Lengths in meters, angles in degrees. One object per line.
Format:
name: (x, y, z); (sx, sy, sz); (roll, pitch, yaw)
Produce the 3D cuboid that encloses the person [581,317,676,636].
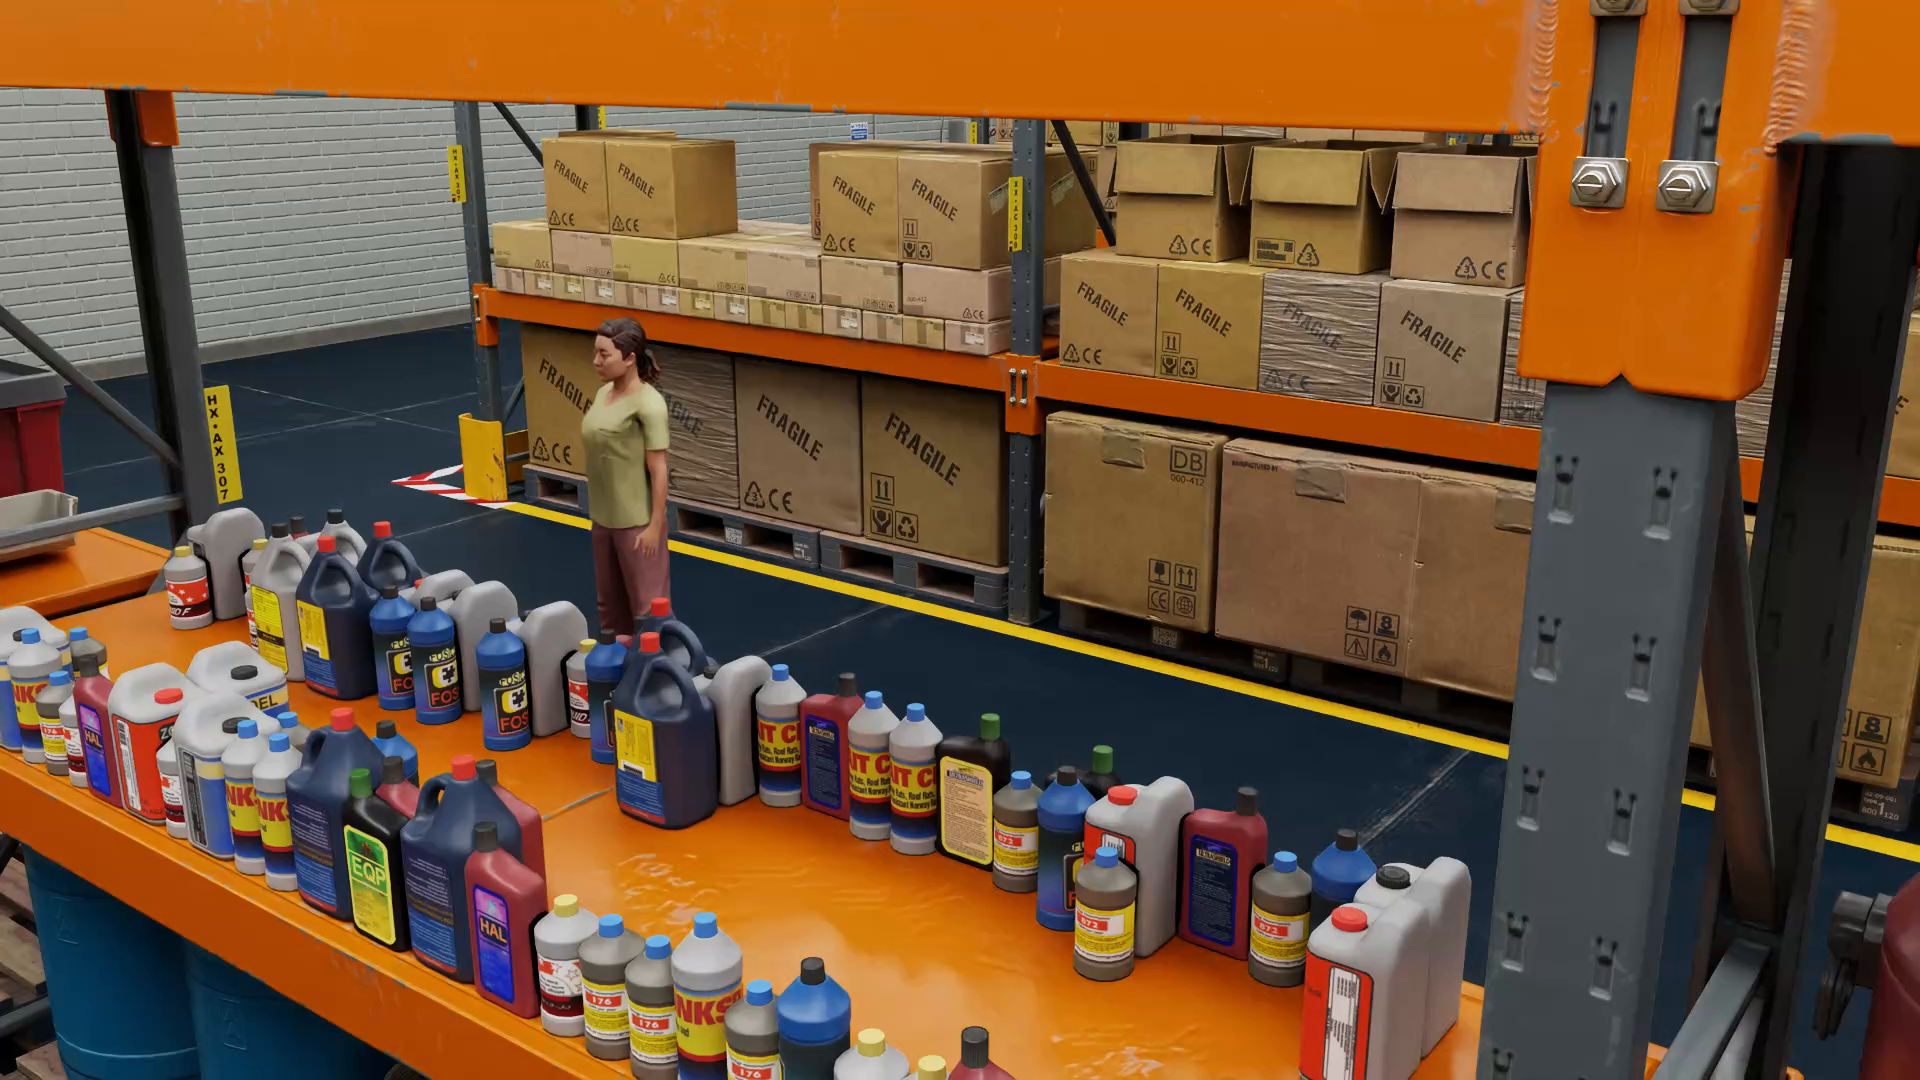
person: (-1.344, -0.062, 6.736); (0.396, 1.679, 0.521); (-15, 22, -41)
